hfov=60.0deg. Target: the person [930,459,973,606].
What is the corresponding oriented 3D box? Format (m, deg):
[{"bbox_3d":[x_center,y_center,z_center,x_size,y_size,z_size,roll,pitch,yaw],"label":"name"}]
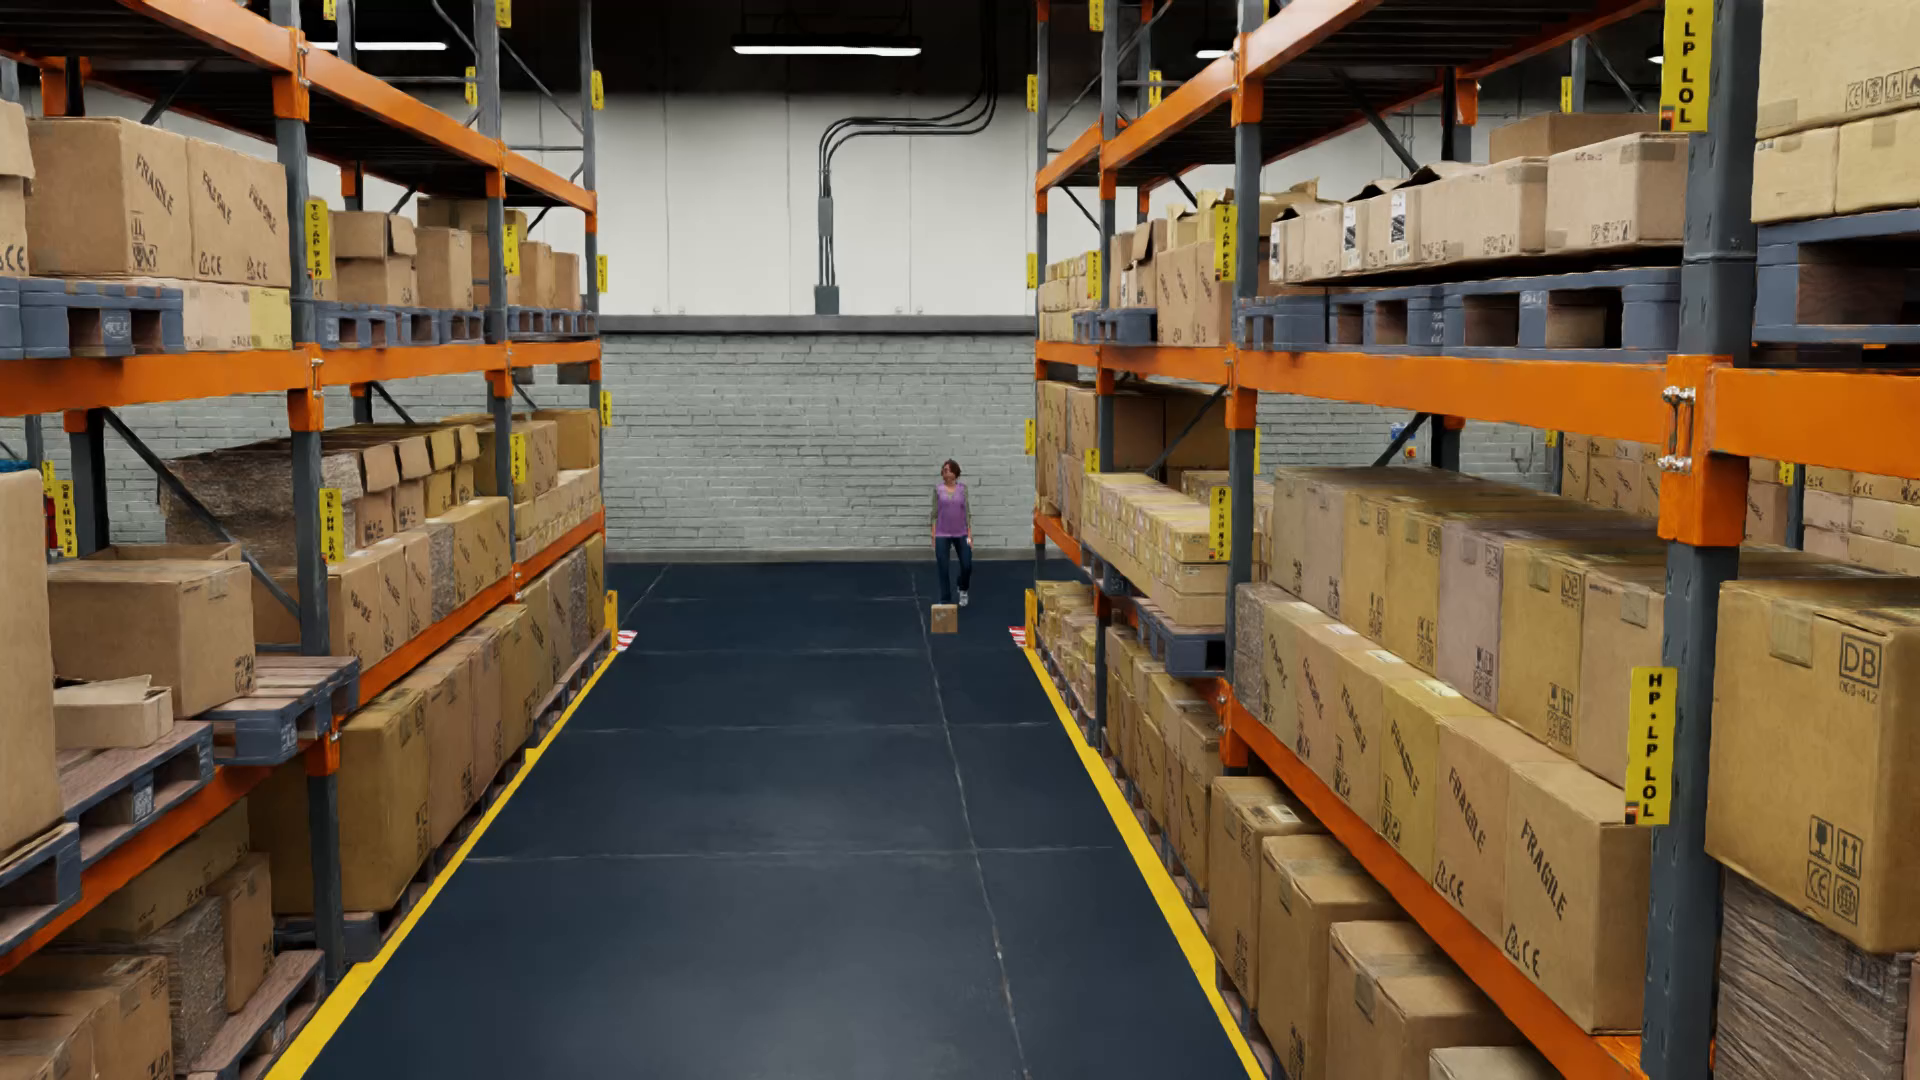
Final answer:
[{"bbox_3d":[-0.083,-0.025,16.862,0.438,1.586,0.665,0,7,-2],"label":"person"}]
